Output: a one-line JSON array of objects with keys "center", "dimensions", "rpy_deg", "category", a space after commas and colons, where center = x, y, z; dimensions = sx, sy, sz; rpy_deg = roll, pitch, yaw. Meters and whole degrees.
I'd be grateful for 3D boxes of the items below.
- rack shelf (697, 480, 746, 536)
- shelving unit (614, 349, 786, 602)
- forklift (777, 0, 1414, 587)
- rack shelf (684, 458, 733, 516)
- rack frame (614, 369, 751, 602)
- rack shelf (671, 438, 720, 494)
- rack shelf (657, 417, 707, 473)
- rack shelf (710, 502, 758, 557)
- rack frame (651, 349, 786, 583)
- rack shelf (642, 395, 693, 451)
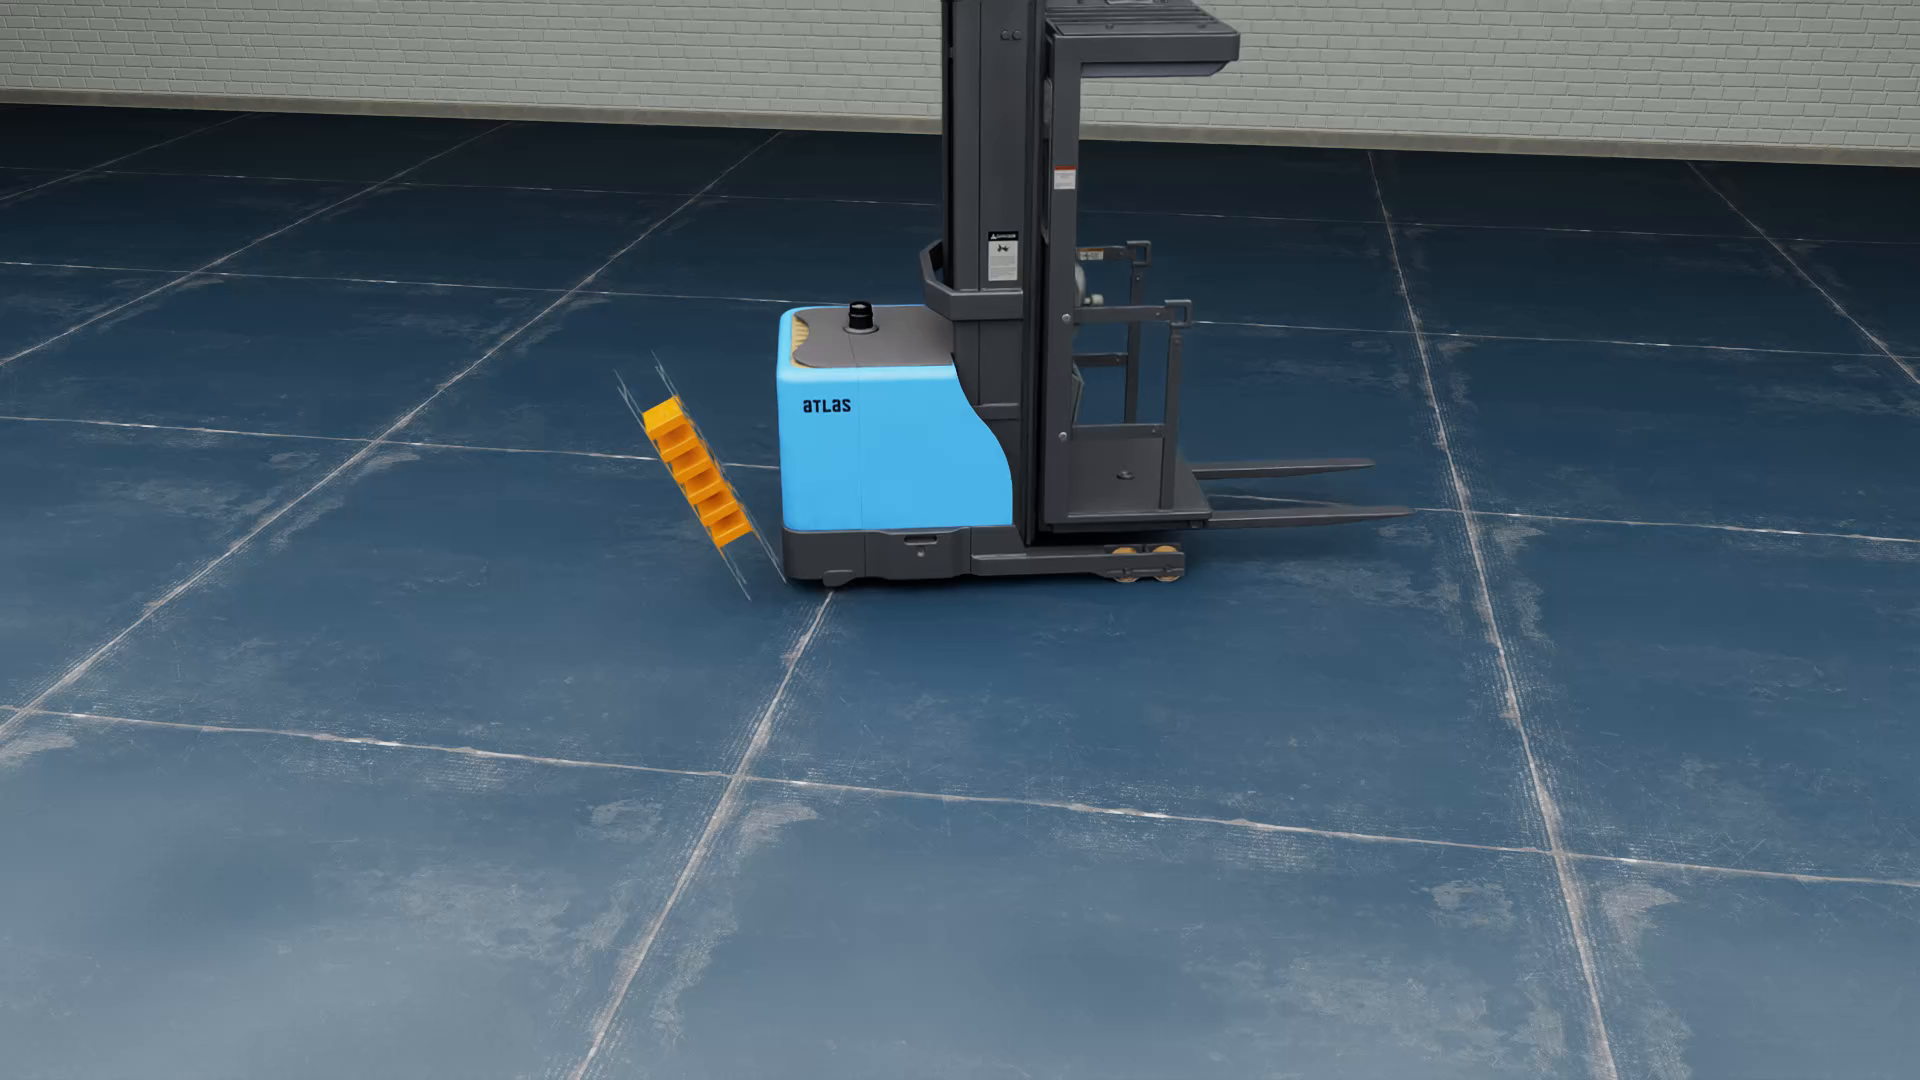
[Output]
[{"center": [-1.089, -0.148, 7.536], "dimensions": [0.180, 0.103, 0.258], "rpy_deg": [-28, 28, -1], "category": "rack shelf"}, {"center": [-1.157, -0.275, 7.457], "dimensions": [0.189, 1.200, 0.258], "rpy_deg": [-28, 28, -1], "category": "shelving unit"}, {"center": [0.653, -1.347, 7.670], "dimensions": [3.031, 2.935, 1.130], "rpy_deg": [-2, 25, -4], "category": "forklift"}, {"center": [-1.138, -0.241, 7.478], "dimensions": [0.180, 0.103, 0.258], "rpy_deg": [-28, 28, -1], "category": "rack shelf"}, {"center": [-1.237, -0.232, 7.455], "dimensions": [0.006, 1.200, 0.240], "rpy_deg": [-28, 28, -1], "category": "rack frame"}, {"center": [-1.188, -0.334, 7.421], "dimensions": [0.180, 0.103, 0.258], "rpy_deg": [-28, 28, -1], "category": "rack shelf"}, {"center": [-1.237, -0.427, 7.364], "dimensions": [0.180, 0.103, 0.258], "rpy_deg": [-28, 28, -1], "category": "rack shelf"}, {"center": [-1.040, -0.054, 7.593], "dimensions": [0.180, 0.103, 0.258], "rpy_deg": [-28, 28, -1], "category": "rack shelf"}, {"center": [-1.076, -0.319, 7.459], "dimensions": [0.006, 1.200, 0.240], "rpy_deg": [-28, 28, -1], "category": "rack frame"}, {"center": [-1.286, -0.521, 7.307], "dimensions": [0.180, 0.103, 0.258], "rpy_deg": [-28, 28, -1], "category": "rack shelf"}]
